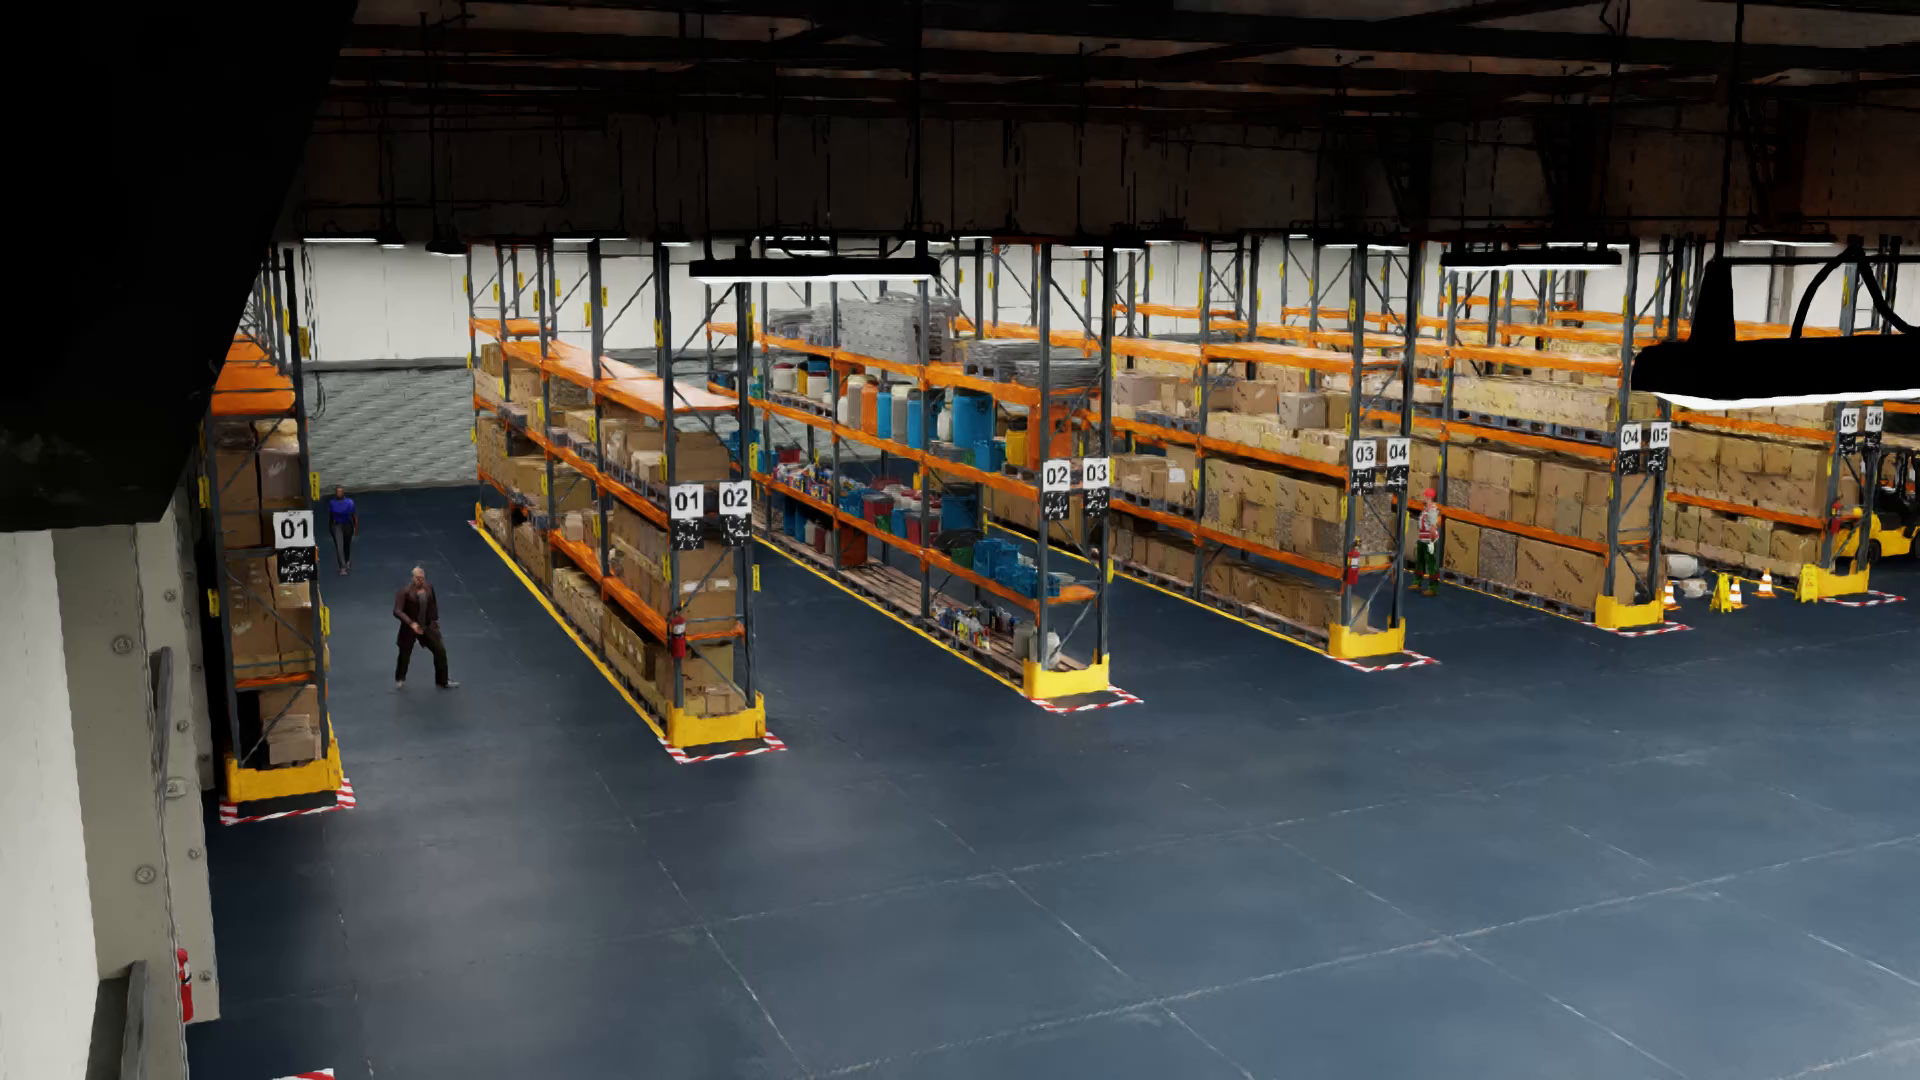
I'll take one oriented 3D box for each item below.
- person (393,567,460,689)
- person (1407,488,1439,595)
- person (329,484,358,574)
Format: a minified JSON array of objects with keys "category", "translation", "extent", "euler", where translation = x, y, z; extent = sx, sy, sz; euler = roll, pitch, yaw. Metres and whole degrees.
[{"category":"person","translation":[-7.326,1.183,22.472],"extent":[0.735,1.712,0.904],"euler":[-9,14,-40]},{"category":"person","translation":[7.905,-0.019,28.294],"extent":[0.489,1.725,0.608],"euler":[1,11,3]},{"category":"person","translation":[-11.138,-0.224,30.051],"extent":[0.461,1.596,0.999],"euler":[-5,12,-25]}]
